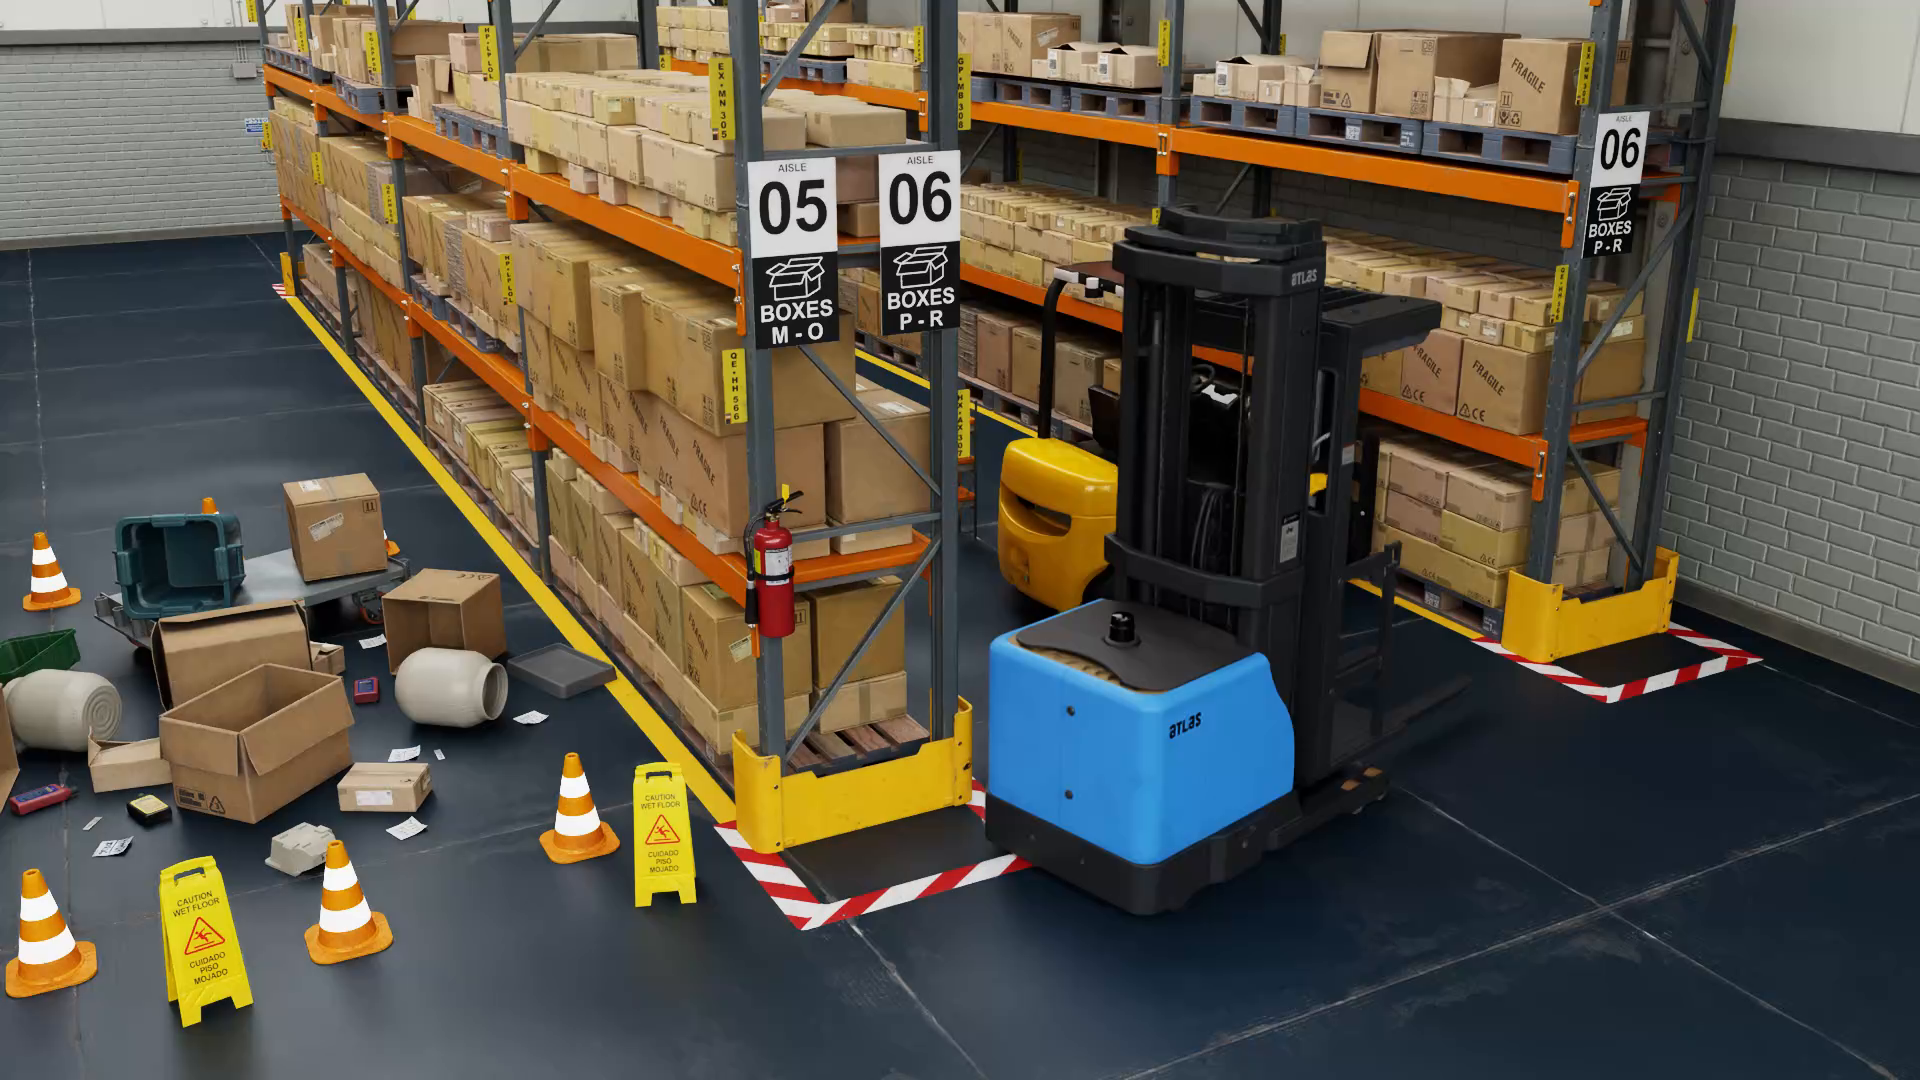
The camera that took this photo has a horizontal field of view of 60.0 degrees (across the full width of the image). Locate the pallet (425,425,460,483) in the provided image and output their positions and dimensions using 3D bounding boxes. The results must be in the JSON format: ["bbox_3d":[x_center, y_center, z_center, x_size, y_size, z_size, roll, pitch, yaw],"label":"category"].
[{"bbox_3d":[-3.905,-0.802,14.131,1.003,0.211,1.213,-10,21,-27],"label":"pallet"}]

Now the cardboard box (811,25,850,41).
[{"bbox_3d":[-1.379,-5.435,17.818,0.380,0.149,0.250,-10,21,-26],"label":"cardboard box"}]

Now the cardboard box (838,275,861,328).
[{"bbox_3d":[-1.040,-2.661,18.432,0.500,0.500,0.500,-11,22,-29],"label":"cardboard box"}]

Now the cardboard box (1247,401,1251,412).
[{"bbox_3d":[2.425,-0.861,12.065,0.500,0.250,0.500,-9,21,-25],"label":"cardboard box"}]

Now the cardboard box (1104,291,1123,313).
[{"bbox_3d":[1.522,-1.999,13.557,0.500,0.250,0.500,-9,21,-25],"label":"cardboard box"}]

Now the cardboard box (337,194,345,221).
[{"bbox_3d":[-5.941,-3.343,16.684,0.500,0.250,0.500,-10,21,-26],"label":"cardboard box"}]

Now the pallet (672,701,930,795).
[{"bbox_3d":[-0.867,1.010,8.881,1.003,0.211,1.213,-10,21,-27],"label":"pallet"}]

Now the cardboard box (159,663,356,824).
[{"bbox_3d":[-3.538,1.020,8.404,0.637,0.503,0.797,7,20,20],"label":"cardboard box"}]

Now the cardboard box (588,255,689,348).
[{"bbox_3d":[-1.592,-1.263,9.050,0.700,0.500,0.500,-10,21,-27],"label":"cardboard box"}]

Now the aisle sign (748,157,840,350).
[{"bbox_3d":[-0.702,-1.214,7.066,0.394,0.787,0.004,-10,21,-27],"label":"aisle sign"}]

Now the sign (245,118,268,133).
[{"bbox_3d":[-10.843,-6.394,25.648,0.327,0.218,0.001,-10,21,-27],"label":"sign"}]

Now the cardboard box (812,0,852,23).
[{"bbox_3d":[-1.447,-5.996,18.808,0.396,0.266,0.258,-10,21,-27],"label":"cardboard box"}]

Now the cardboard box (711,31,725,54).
[{"bbox_3d":[-2.746,-6.146,20.521,0.500,0.250,0.500,-9,21,-26],"label":"cardboard box"}]

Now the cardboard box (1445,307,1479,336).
[{"bbox_3d":[3.263,-1.381,10.386,0.380,0.149,0.250,-10,21,-26],"label":"cardboard box"}]

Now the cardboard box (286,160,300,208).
[{"bbox_3d":[-7.608,-4.216,19.598,0.500,0.500,0.500,-10,21,-27],"label":"cardboard box"}]

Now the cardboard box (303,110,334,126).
[{"bbox_3d":[-7.027,-4.660,18.357,0.380,0.149,0.250,-10,21,-27],"label":"cardboard box"}]

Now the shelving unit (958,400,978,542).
[{"bbox_3d":[-0.025,-0.512,12.005,0.215,1.050,0.252,-10,21,-27],"label":"shelving unit"}]

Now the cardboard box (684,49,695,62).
[{"bbox_3d":[-3.347,-6.274,21.500,0.380,0.149,0.250,-10,21,-27],"label":"cardboard box"}]

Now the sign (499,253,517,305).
[{"bbox_3d":[-2.862,-1.656,10.558,0.100,0.325,0.005,-10,21,-27],"label":"sign"}]

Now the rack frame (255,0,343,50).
[{"bbox_3d":[-8.074,-7.477,20.004,1.000,3.000,0.127,-10,21,-27],"label":"rack frame"}]

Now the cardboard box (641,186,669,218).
[{"bbox_3d":[-1.356,-1.701,8.250,0.380,0.149,0.250,-10,21,-27],"label":"cardboard box"}]

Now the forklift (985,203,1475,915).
[{"bbox_3d":[1.531,-0.142,8.050,3.031,2.935,1.130,-17,26,-41],"label":"forklift"}]

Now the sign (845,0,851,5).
[{"bbox_3d":[-1.321,-6.198,19.500,0.100,0.325,0.005,-10,21,-27],"label":"sign"}]

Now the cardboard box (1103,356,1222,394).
[{"bbox_3d":[1.734,-1.190,13.978,0.875,0.625,0.625,-9,21,-24],"label":"cardboard box"}]

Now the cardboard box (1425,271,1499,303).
[{"bbox_3d":[3.190,-1.602,10.573,0.380,0.149,0.250,-10,21,-26],"label":"cardboard box"}]

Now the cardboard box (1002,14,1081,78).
[{"bbox_3d":[0.705,-4.287,14.409,0.500,0.500,0.500,-9,21,-25],"label":"cardboard box"}]

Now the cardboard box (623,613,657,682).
[{"bbox_3d":[-1.589,0.564,9.471,0.500,0.250,0.500,-11,22,-29],"label":"cardboard box"}]

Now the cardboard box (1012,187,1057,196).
[{"bbox_3d":[0.716,-3.265,15.846,0.380,0.149,0.250,-10,21,-27],"label":"cardboard box"}]

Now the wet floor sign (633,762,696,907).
[{"bbox_3d":[-1.327,1.285,7.417,0.267,0.644,0.232,-3,19,-8],"label":"wet floor sign"}]

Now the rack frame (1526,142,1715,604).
[{"bbox_3d":[3.891,-0.818,9.903,1.000,3.000,0.127,-10,21,-27],"label":"rack frame"}]

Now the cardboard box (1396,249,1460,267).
[{"bbox_3d":[3.210,-1.890,11.407,0.380,0.149,0.250,-10,21,-26],"label":"cardboard box"}]

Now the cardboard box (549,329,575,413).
[{"bbox_3d":[-2.153,-1.074,10.036,0.500,0.500,0.500,-10,21,-27],"label":"cardboard box"}]

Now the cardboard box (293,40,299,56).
[{"bbox_3d":[-6.885,-5.247,17.729,0.380,0.149,0.250,-9,21,-25],"label":"cardboard box"}]

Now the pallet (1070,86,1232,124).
[{"bbox_3d":[1.561,-3.545,13.500,0.805,0.209,1.217,-11,22,-29],"label":"pallet"}]

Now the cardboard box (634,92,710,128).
[{"bbox_3d":[-1.408,-2.157,8.348,0.380,0.149,0.250,-11,22,-28],"label":"cardboard box"}]

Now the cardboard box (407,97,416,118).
[{"bbox_3d":[-4.275,-3.527,13.540,0.380,0.149,0.250,-10,21,-27],"label":"cardboard box"}]

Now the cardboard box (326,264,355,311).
[{"bbox_3d":[-6.804,-2.934,19.319,0.875,0.438,0.875,-11,22,-28],"label":"cardboard box"}]

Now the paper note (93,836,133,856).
[{"bbox_3d":[-4.015,1.451,7.882,0.144,0.017,0.142,-3,19,-8],"label":"paper note"}]

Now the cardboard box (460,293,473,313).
[{"bbox_3d":[-3.559,-1.831,12.579,0.380,0.149,0.250,-9,21,-25],"label":"cardboard box"}]

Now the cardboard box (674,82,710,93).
[{"bbox_3d":[-1.357,-2.453,9.206,0.380,0.149,0.250,-10,21,-26],"label":"cardboard box"}]

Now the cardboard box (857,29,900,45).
[{"bbox_3d":[-0.826,-5.144,17.004,0.380,0.149,0.250,-11,22,-28],"label":"cardboard box"}]

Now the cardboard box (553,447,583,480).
[{"bbox_3d":[-2.326,-0.500,10.408,0.380,0.149,0.250,-10,21,-26],"label":"cardboard box"}]

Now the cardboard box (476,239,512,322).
[{"bbox_3d":[-3.033,-1.822,11.559,0.500,0.500,0.500,-10,21,-26],"label":"cardboard box"}]

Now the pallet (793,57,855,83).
[{"bbox_3d":[-1.065,-5.096,17.992,1.213,0.211,1.003,-10,21,-27],"label":"pallet"}]

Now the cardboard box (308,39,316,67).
[{"bbox_3d":[-6.245,-4.848,16.545,0.396,0.266,0.258,-10,22,-27],"label":"cardboard box"}]

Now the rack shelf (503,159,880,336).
[{"bbox_3d":[-1.426,-1.700,8.963,1.077,0.370,4.000,-10,21,-27],"label":"rack shelf"}]

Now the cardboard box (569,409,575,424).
[{"bbox_3d":[-2.189,-0.801,10.240,0.380,0.149,0.250,-10,21,-27],"label":"cardboard box"}]

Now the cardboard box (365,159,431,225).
[{"bbox_3d":[-5.001,-3.118,14.883,0.500,0.500,0.500,-10,21,-26],"label":"cardboard box"}]

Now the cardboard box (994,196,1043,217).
[{"bbox_3d":[0.537,-3.044,15.208,0.380,0.149,0.250,-10,21,-26],"label":"cardboard box"}]

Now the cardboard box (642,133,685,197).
[{"bbox_3d":[-1.182,-1.787,7.888,0.500,0.250,0.500,-10,22,-27],"label":"cardboard box"}]

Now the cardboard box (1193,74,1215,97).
[{"bbox_3d":[1.937,-3.335,12.188,0.380,0.149,0.250,-9,21,-26],"label":"cardboard box"}]

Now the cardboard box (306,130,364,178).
[{"bbox_3d":[-6.641,-4.105,17.744,0.500,0.500,0.500,-10,21,-27],"label":"cardboard box"}]

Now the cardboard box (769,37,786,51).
[{"bbox_3d":[-1.923,-5.581,18.695,0.380,0.149,0.250,-10,21,-26],"label":"cardboard box"}]

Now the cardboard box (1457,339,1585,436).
[{"bbox_3d":[3.426,-0.966,10.178,0.500,0.500,0.500,-11,22,-28],"label":"cardboard box"}]
